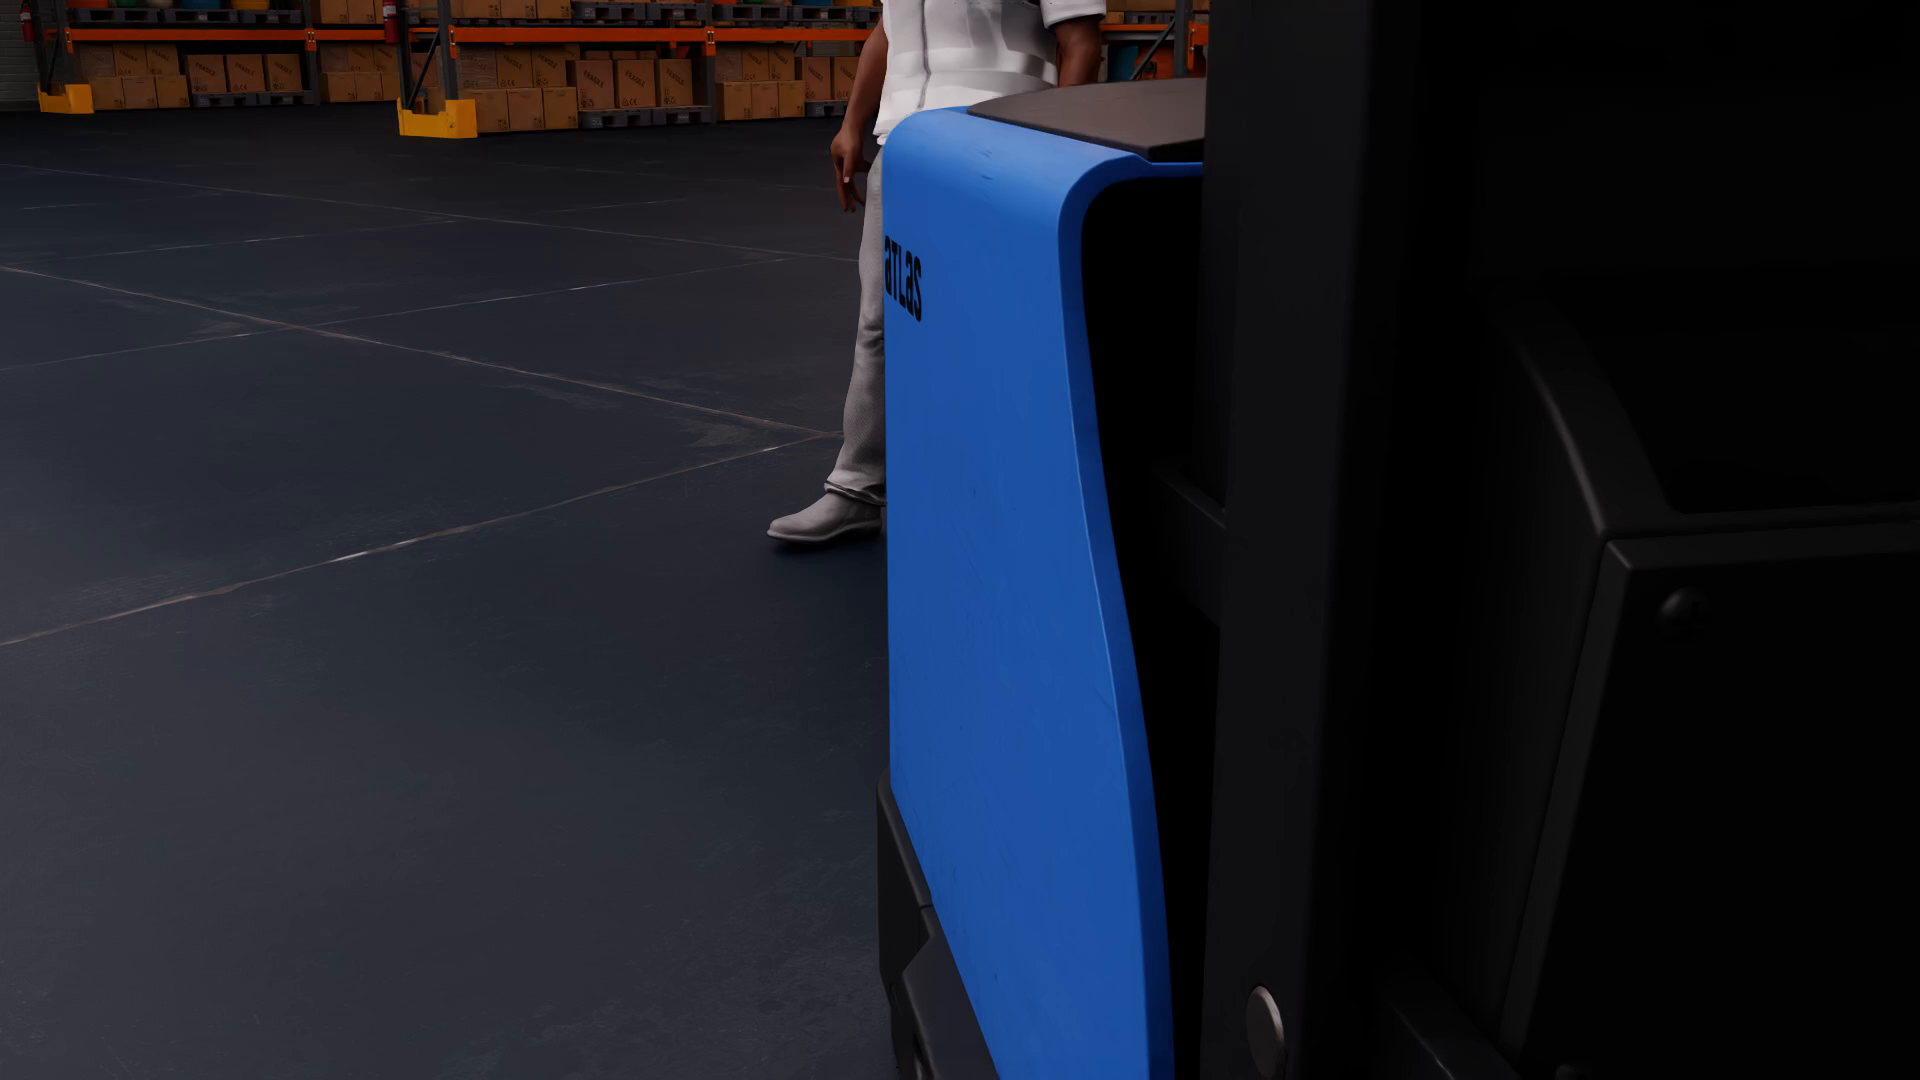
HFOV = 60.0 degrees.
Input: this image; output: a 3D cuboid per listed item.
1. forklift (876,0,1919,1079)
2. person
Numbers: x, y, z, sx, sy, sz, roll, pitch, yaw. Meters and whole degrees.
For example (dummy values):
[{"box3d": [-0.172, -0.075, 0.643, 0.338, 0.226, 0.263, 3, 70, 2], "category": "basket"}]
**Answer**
[{"box3d": [0.703, -0.445, 0.363, 1.130, 2.935, 3.031, -3, 17, -11], "category": "forklift"}, {"box3d": [-0.048, -0.837, 3.634, 0.666, 1.768, 0.575, 13, 21, 37], "category": "person"}]
